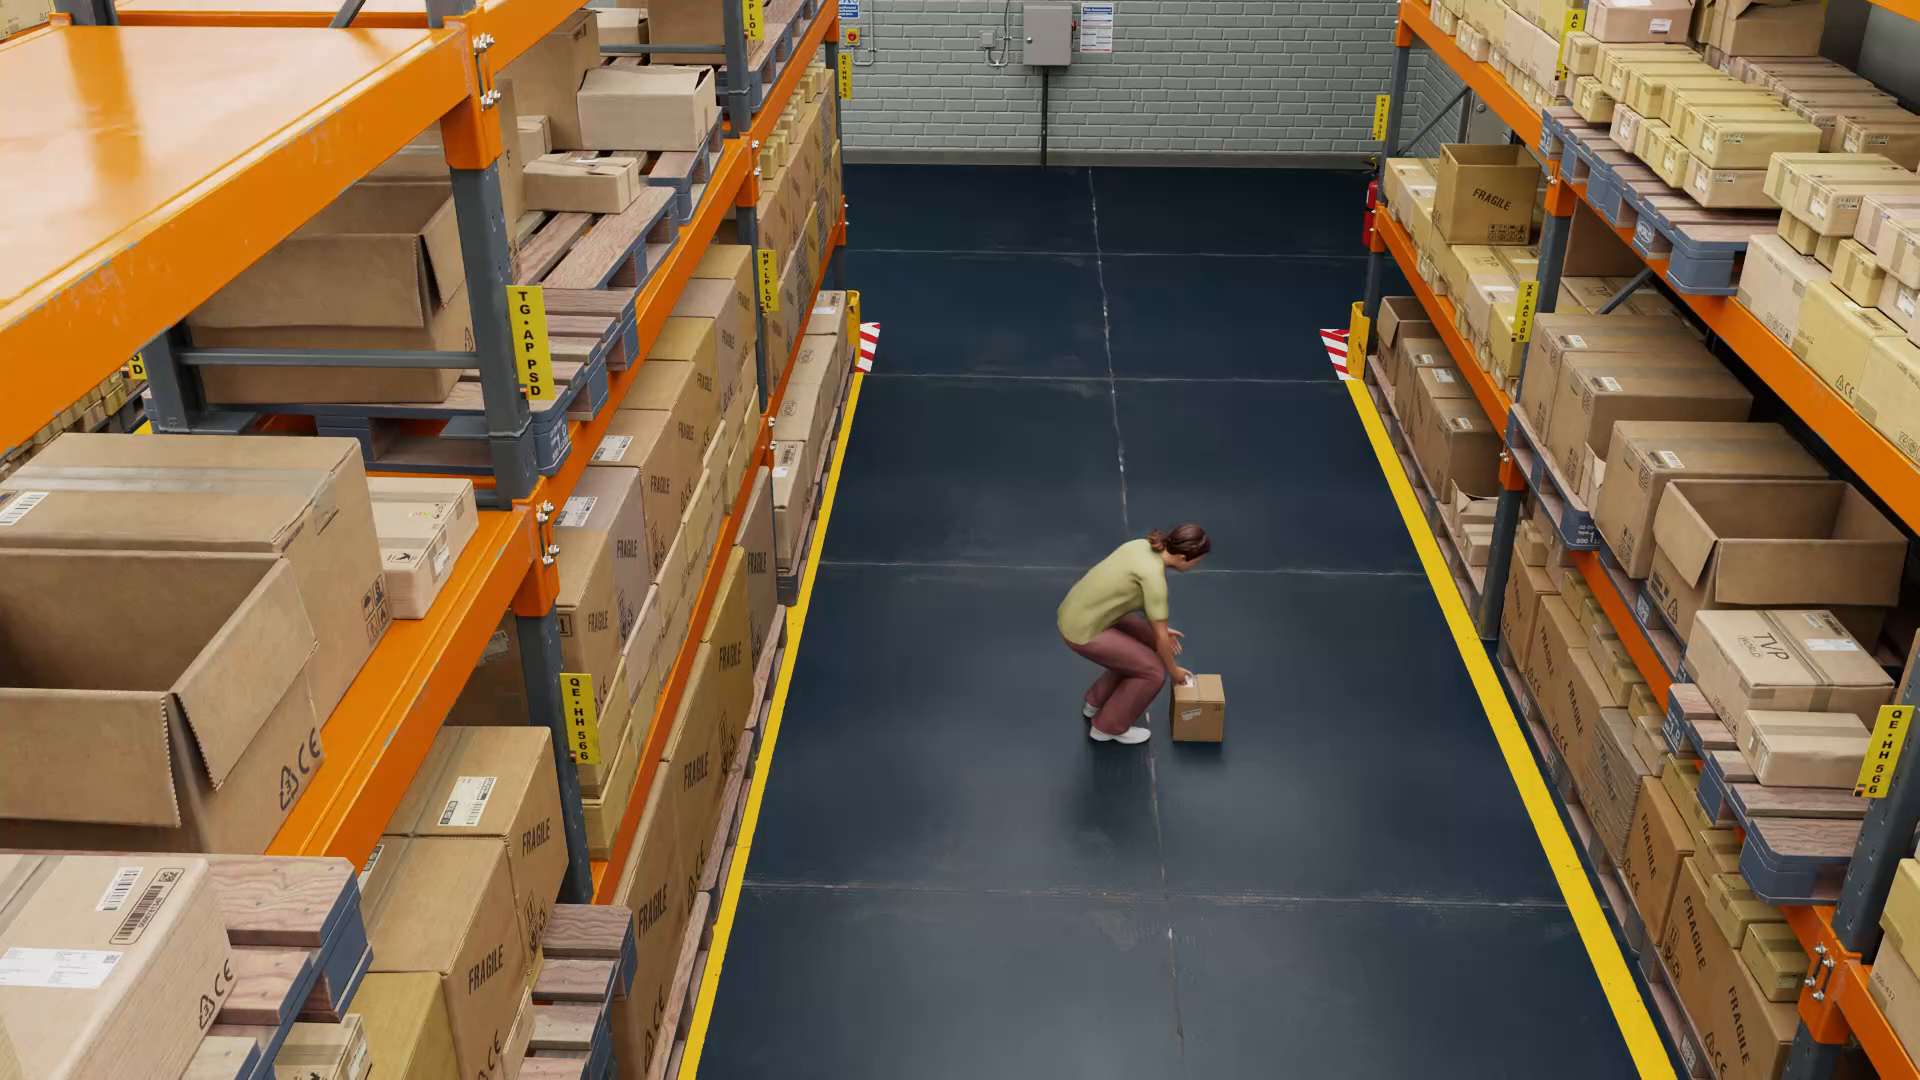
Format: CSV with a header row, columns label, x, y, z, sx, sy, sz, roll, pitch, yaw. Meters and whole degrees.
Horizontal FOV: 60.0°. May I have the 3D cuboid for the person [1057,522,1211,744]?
label,x,y,z,sx,sy,sz,roll,pitch,yaw
person,0.857,0.436,8.359,0.739,1.159,0.503,1,28,2
